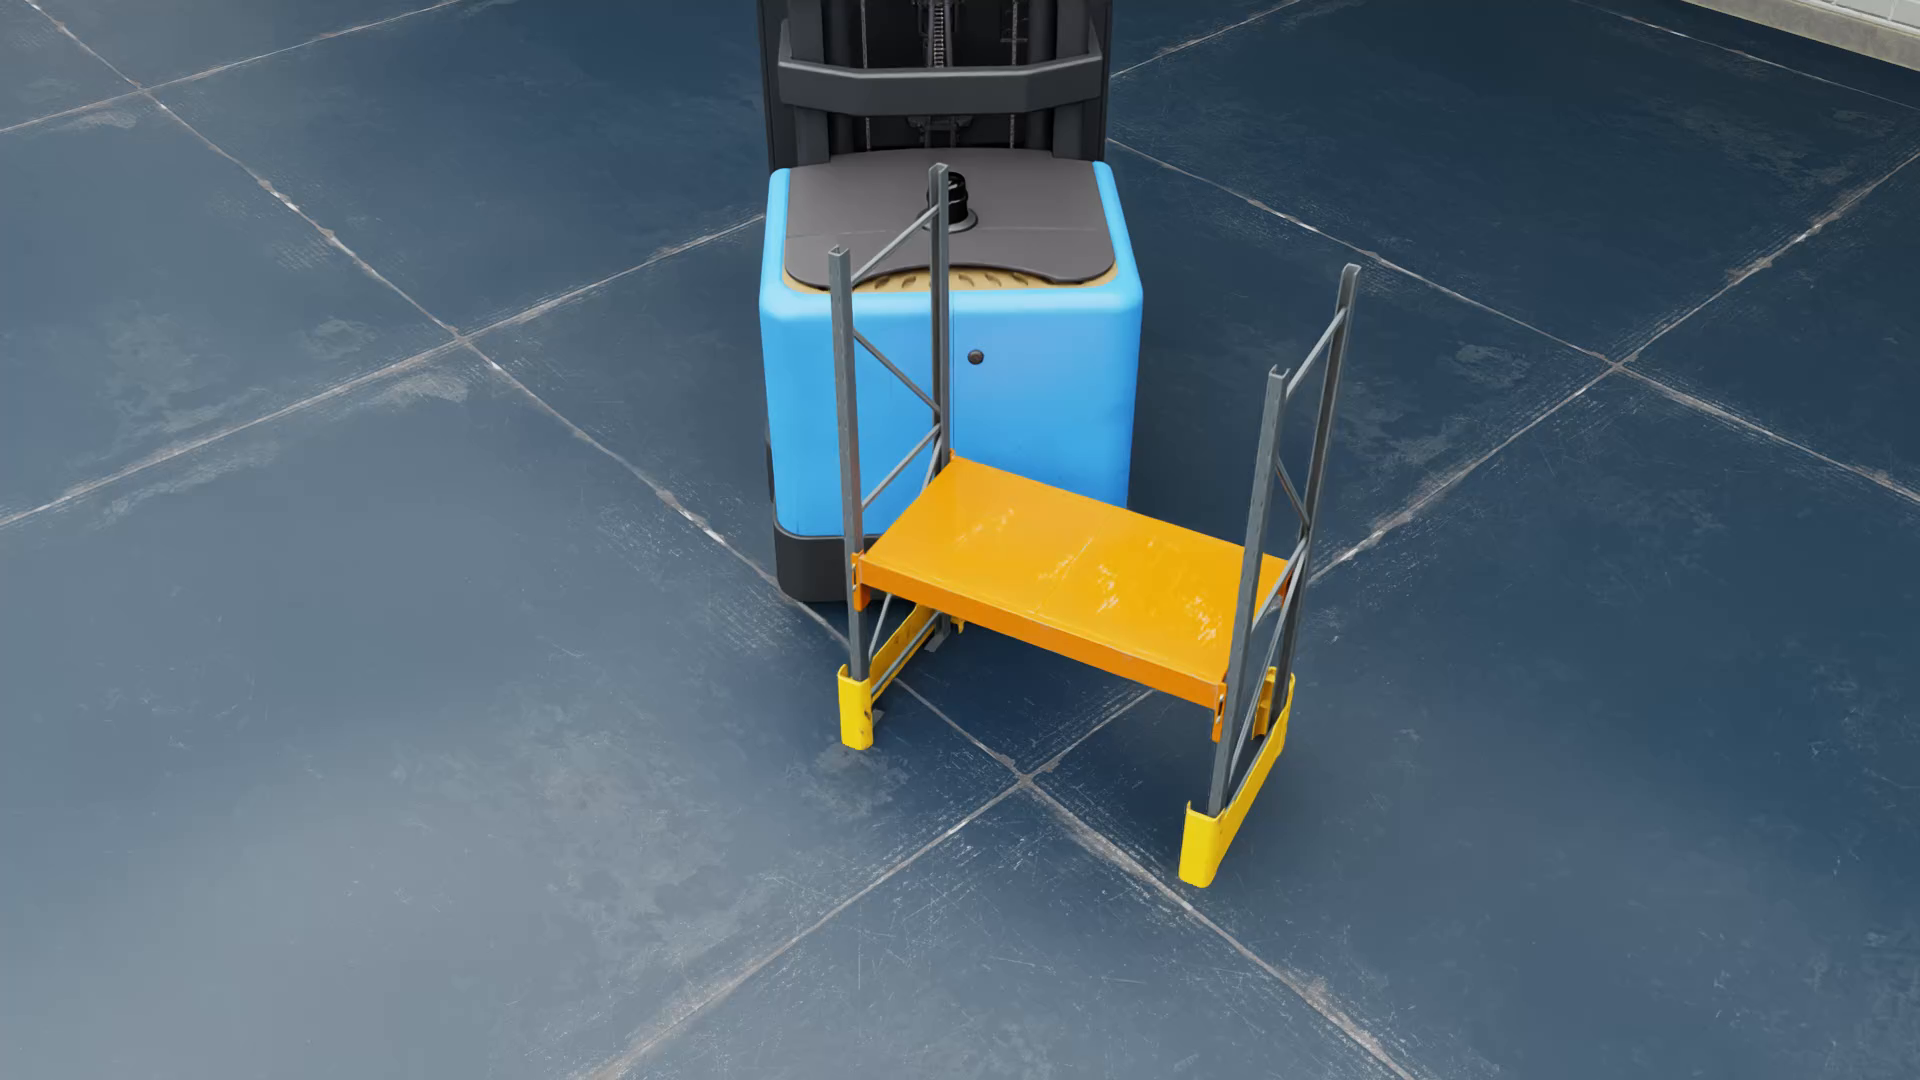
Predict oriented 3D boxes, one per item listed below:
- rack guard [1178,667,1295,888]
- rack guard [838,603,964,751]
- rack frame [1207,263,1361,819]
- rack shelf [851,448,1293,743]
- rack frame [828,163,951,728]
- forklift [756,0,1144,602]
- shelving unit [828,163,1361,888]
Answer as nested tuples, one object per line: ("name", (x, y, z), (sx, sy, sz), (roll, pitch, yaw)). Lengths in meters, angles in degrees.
("rack guard", (0.719, 0.606, 4.301), (0.087, 0.250, 0.587), (19, 43, 22))
("rack guard", (-0.157, 0.308, 4.669), (0.087, 0.250, 0.587), (19, 43, 22))
("rack frame", (0.737, 0.125, 3.901), (0.032, 1.500, 0.500), (19, 43, 22))
("rack shelf", (0.289, 0.113, 4.202), (1.000, 0.185, 0.538), (19, 43, 22))
("rack frame", (-0.158, -0.178, 4.277), (0.032, 1.500, 0.500), (19, 43, 22))
("forklift", (-0.089, -1.864, 5.226), (1.130, 2.935, 3.031), (-2, 39, -2))
("shelving unit", (0.281, -0.029, 4.093), (1.083, 1.500, 0.587), (19, 43, 22))
